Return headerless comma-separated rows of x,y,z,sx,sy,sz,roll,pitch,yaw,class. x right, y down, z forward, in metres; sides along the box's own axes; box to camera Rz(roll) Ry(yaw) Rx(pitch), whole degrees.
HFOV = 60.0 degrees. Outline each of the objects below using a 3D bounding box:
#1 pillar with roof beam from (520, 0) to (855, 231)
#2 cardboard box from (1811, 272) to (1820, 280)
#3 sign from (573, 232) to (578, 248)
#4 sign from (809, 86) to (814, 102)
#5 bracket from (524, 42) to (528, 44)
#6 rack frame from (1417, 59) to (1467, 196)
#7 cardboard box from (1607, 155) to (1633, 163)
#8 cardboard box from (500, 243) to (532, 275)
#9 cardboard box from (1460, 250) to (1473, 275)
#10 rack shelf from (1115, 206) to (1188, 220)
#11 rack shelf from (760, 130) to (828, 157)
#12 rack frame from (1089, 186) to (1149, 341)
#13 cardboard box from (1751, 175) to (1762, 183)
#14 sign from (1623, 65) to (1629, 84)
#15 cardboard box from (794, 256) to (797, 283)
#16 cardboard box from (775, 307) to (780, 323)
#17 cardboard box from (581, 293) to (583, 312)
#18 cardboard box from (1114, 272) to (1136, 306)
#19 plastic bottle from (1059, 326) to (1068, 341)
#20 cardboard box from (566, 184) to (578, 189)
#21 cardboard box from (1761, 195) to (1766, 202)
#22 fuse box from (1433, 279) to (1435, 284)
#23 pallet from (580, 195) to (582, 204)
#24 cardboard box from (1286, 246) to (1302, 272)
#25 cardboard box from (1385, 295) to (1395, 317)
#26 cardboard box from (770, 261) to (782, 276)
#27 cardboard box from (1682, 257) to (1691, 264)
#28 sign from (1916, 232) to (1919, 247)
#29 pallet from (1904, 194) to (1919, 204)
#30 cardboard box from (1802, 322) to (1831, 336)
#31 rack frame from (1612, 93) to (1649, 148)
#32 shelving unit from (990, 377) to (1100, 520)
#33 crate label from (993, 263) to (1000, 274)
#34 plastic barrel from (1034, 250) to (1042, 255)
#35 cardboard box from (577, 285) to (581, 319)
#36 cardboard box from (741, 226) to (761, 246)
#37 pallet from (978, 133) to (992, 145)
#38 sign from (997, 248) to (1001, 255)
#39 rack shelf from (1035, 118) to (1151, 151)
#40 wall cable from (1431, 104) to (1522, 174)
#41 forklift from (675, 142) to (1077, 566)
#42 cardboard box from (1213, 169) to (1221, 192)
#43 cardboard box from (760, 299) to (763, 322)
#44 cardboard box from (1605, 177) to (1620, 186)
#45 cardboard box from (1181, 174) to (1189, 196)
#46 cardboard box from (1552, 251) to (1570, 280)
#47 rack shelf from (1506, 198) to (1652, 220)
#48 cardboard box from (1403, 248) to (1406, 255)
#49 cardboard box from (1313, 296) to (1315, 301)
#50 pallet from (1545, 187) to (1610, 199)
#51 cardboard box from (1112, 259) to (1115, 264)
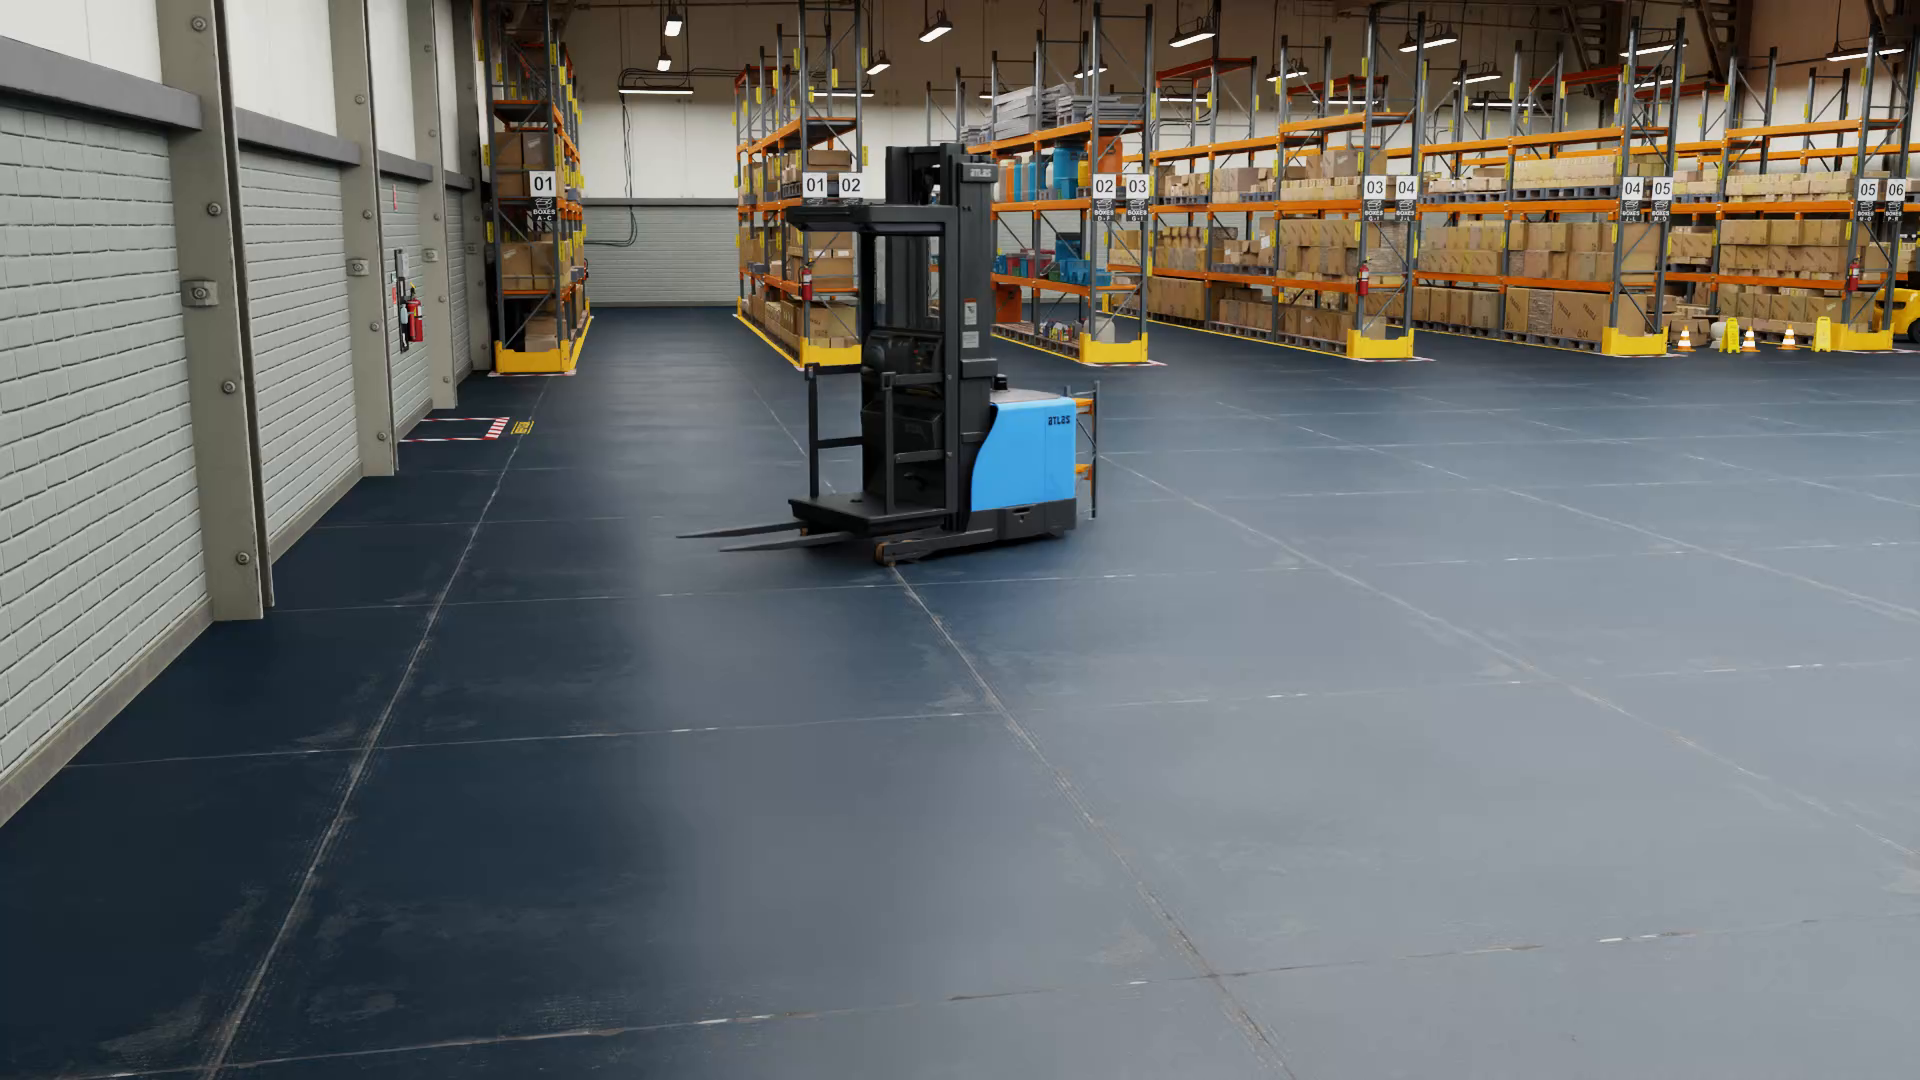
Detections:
-7.238,-10.728,44.995,9.100,9.000,0.548,-2,11,-11,pillar with roof beam
16.852,-5.155,32.429,0.380,0.149,0.250,-2,11,-12,cardboard box
-8.001,-6.245,34.600,0.100,0.325,0.005,-2,11,-11,sign
-3.130,-9.379,34.984,0.100,0.325,0.005,-2,11,-11,sign
-9.865,-11.176,37.722,0.235,0.232,0.430,-2,11,-11,bracket
10.929,-9.343,37.716,1.000,3.000,0.127,-2,11,-11,rack frame
12.087,-6.975,30.448,0.380,0.149,0.250,-2,11,-10,cardboard box
-7.276,-4.610,27.235,0.500,0.500,0.500,-2,11,-12,cardboard box
11.147,-5.983,35.839,0.500,0.500,0.500,-2,11,-10,cardboard box
4.878,-8.455,42.996,1.077,0.370,4.000,-2,11,-11,rack shelf
-3.284,-7.905,33.155,1.077,0.370,4.000,-2,11,-11,rack shelf
2.742,-4.587,28.772,1.000,3.000,0.127,-2,11,-11,rack frame
16.431,-7.388,34.009,0.380,0.149,0.250,-2,11,-11,cardboard box
11.950,-8.356,29.823,0.100,0.325,0.005,-2,11,-11,sign
-2.694,-5.012,30.741,0.700,0.500,0.500,-2,11,-12,cardboard box
-3.363,-4.431,32.685,0.500,0.311,0.500,-2,11,-9,cardboard box
-9.756,-5.923,41.354,0.700,0.500,0.500,-2,11,-11,cardboard box
4.692,-6.749,44.694,0.875,0.875,0.875,-2,11,-11,cardboard box
1.933,-3.833,30.920,0.152,0.276,0.135,-2,11,-11,plastic bottle
-9.186,-8.219,38.844,0.500,0.250,0.500,-2,11,-11,cardboard box
16.567,-6.957,33.873,0.380,0.149,0.250,-2,11,-13,cardboard box
15.179,-8.512,52.840,0.539,1.711,0.414,-2,11,-11,fuse box
-9.933,-8.455,41.312,1.003,0.211,1.213,-2,11,-11,pallet
6.912,-5.518,32.602,0.875,0.500,0.500,-2,11,-11,cardboard box
10.448,-5.581,39.557,0.500,0.500,0.500,-2,11,-9,cardboard box
-3.689,-5.660,34.647,0.500,0.311,0.500,-2,11,-12,cardboard box
16.053,-6.123,36.393,0.380,0.149,0.250,-2,11,-12,cardboard box
20.881,-6.550,36.204,0.100,0.325,0.005,-2,11,-11,sign
21.227,-7.583,37.003,0.805,0.209,1.217,-3,11,-13,pallet
16.895,-4.126,32.580,0.500,0.250,0.500,-2,11,-11,cardboard box
19.077,-11.190,47.420,1.000,3.000,0.127,-2,11,-11,rack frame
0.556,-0.748,13.617,1.048,1.125,0.538,8,13,35,shelving unit
0.900,-5.881,36.019,0.303,0.233,0.416,-2,11,-11,crate label
1.766,-5.784,34.701,0.433,0.535,0.433,0,11,0,plastic barrel
-8.880,-5.300,37.147,0.750,0.750,0.750,-2,11,-9,cardboard box
-5.293,-7.695,42.164,0.500,0.500,0.500,-2,11,-10,cardboard box
1.076,-8.845,36.676,1.213,0.211,1.003,-2,11,-11,pallet
0.948,-6.943,40.413,0.100,0.325,0.005,-2,11,-11,sign
2.353,-7.351,30.243,1.077,0.370,4.000,-2,11,-11,rack shelf
16.305,-12.181,52.529,2.988,3.039,0.133,-2,11,-11,wall cable
-0.586,-1.370,12.053,3.031,2.935,1.130,-8,13,-36,forklift
5.884,-7.907,36.589,0.500,0.500,0.500,-2,11,-10,cardboard box
-4.186,-5.121,37.086,0.500,0.500,0.500,-3,11,-13,cardboard box
12.088,-6.583,30.519,0.380,0.149,0.250,-2,11,-11,cardboard box
5.626,-8.338,39.062,0.797,0.503,0.637,-2,11,-12,cardboard box
12.111,-5.372,32.496,0.875,0.550,0.500,-2,11,-11,cardboard box
12.096,-6.416,32.283,1.077,0.370,4.000,-2,11,-11,rack shelf
10.387,-6.699,38.623,0.380,0.149,0.250,-2,11,-10,cardboard box
9.580,-6.421,44.117,0.380,0.149,0.250,-2,11,-8,cardboard box
12.090,-6.718,32.187,1.003,0.211,1.213,-2,11,-11,pallet
4.285,-7.454,44.507,0.380,0.149,0.250,-2,11,-12,cardboard box
